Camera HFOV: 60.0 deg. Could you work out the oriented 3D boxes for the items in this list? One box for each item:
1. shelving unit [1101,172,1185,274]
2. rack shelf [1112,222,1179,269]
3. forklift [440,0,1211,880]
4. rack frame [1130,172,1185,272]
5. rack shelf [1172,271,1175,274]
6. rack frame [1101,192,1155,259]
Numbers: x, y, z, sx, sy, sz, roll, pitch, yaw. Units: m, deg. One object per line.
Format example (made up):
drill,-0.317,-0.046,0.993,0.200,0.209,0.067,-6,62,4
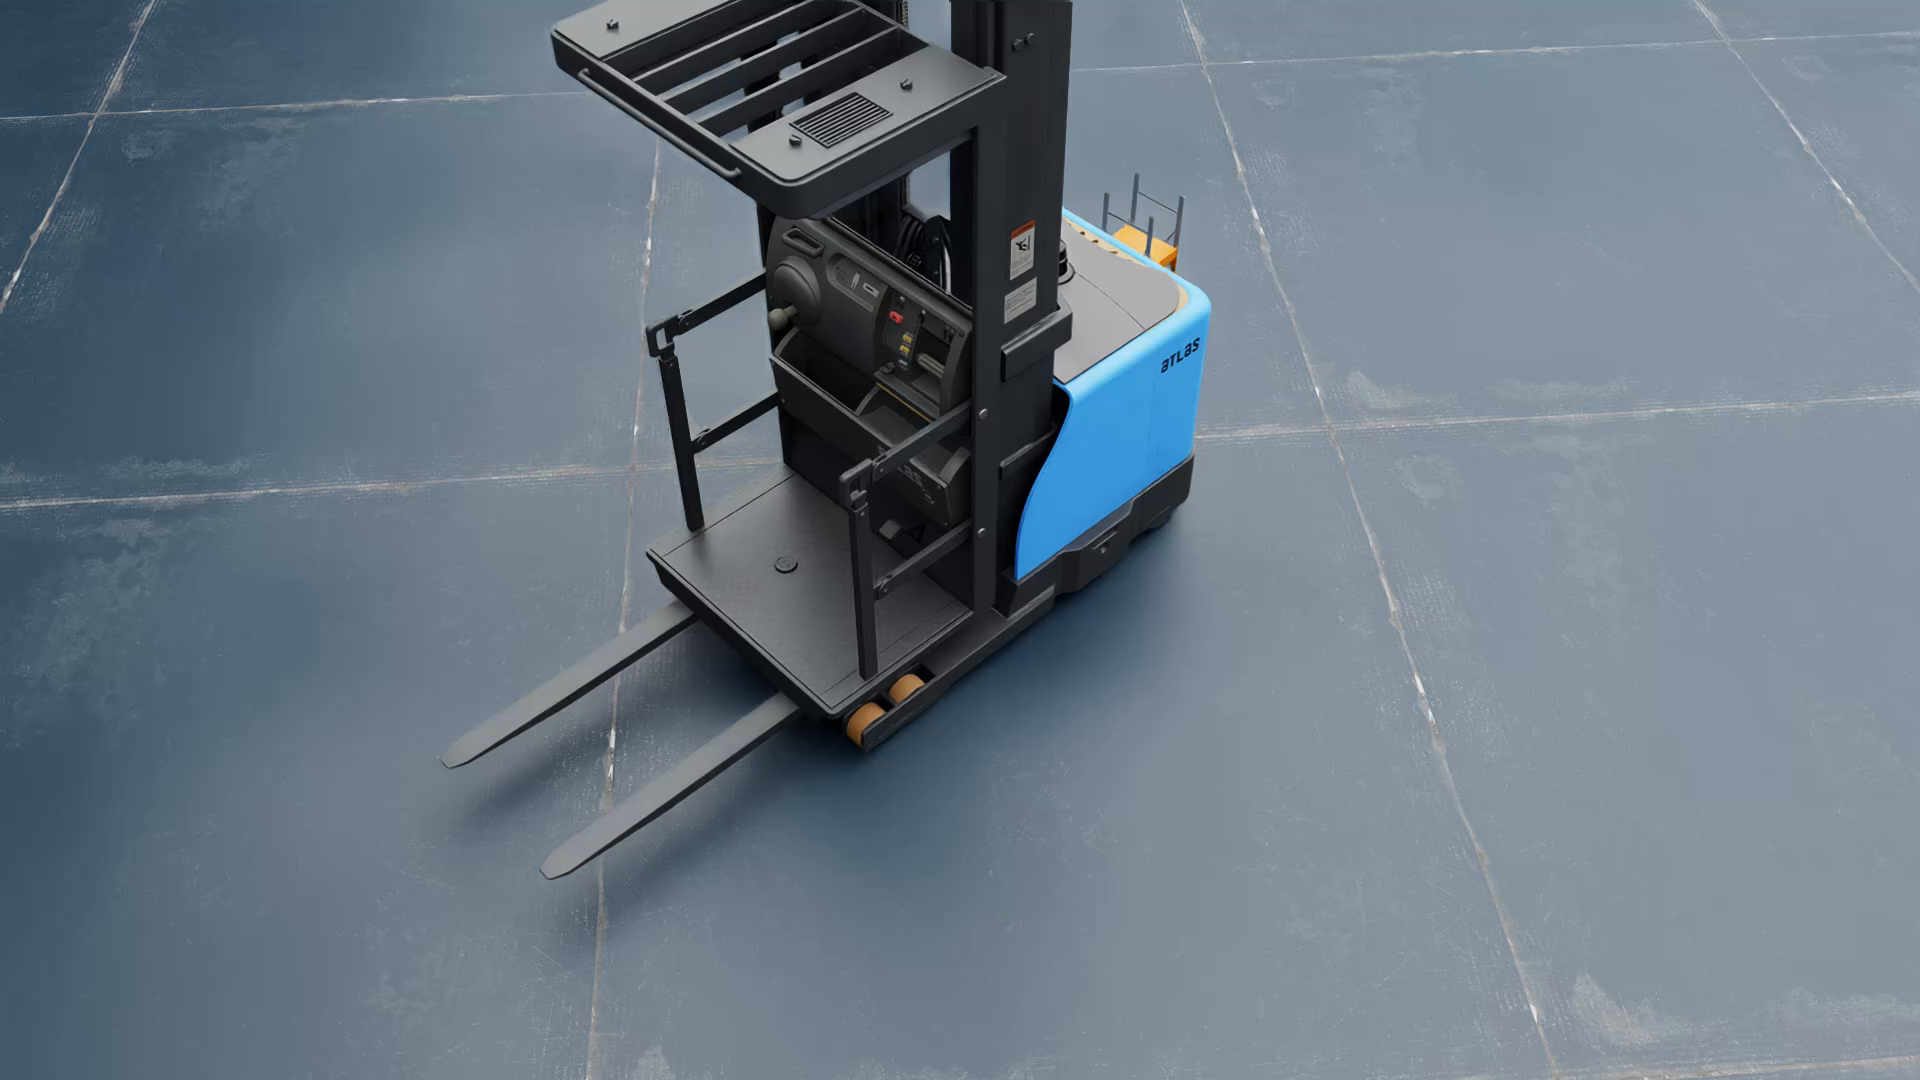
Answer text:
shelving unit,0.700,-0.907,6.781,0.258,1.200,0.189,35,56,28
rack shelf,0.702,-1.122,6.550,0.258,0.103,0.180,35,56,28
forklift,-0.469,-0.684,5.379,3.031,2.935,1.130,-35,56,-28
rack frame,0.763,-0.955,6.827,0.240,1.200,0.006,35,56,28
rack shelf,0.701,-1.040,6.638,0.258,0.103,0.180,35,56,28
rack frame,0.637,-0.859,6.735,0.240,1.200,0.006,35,56,28
